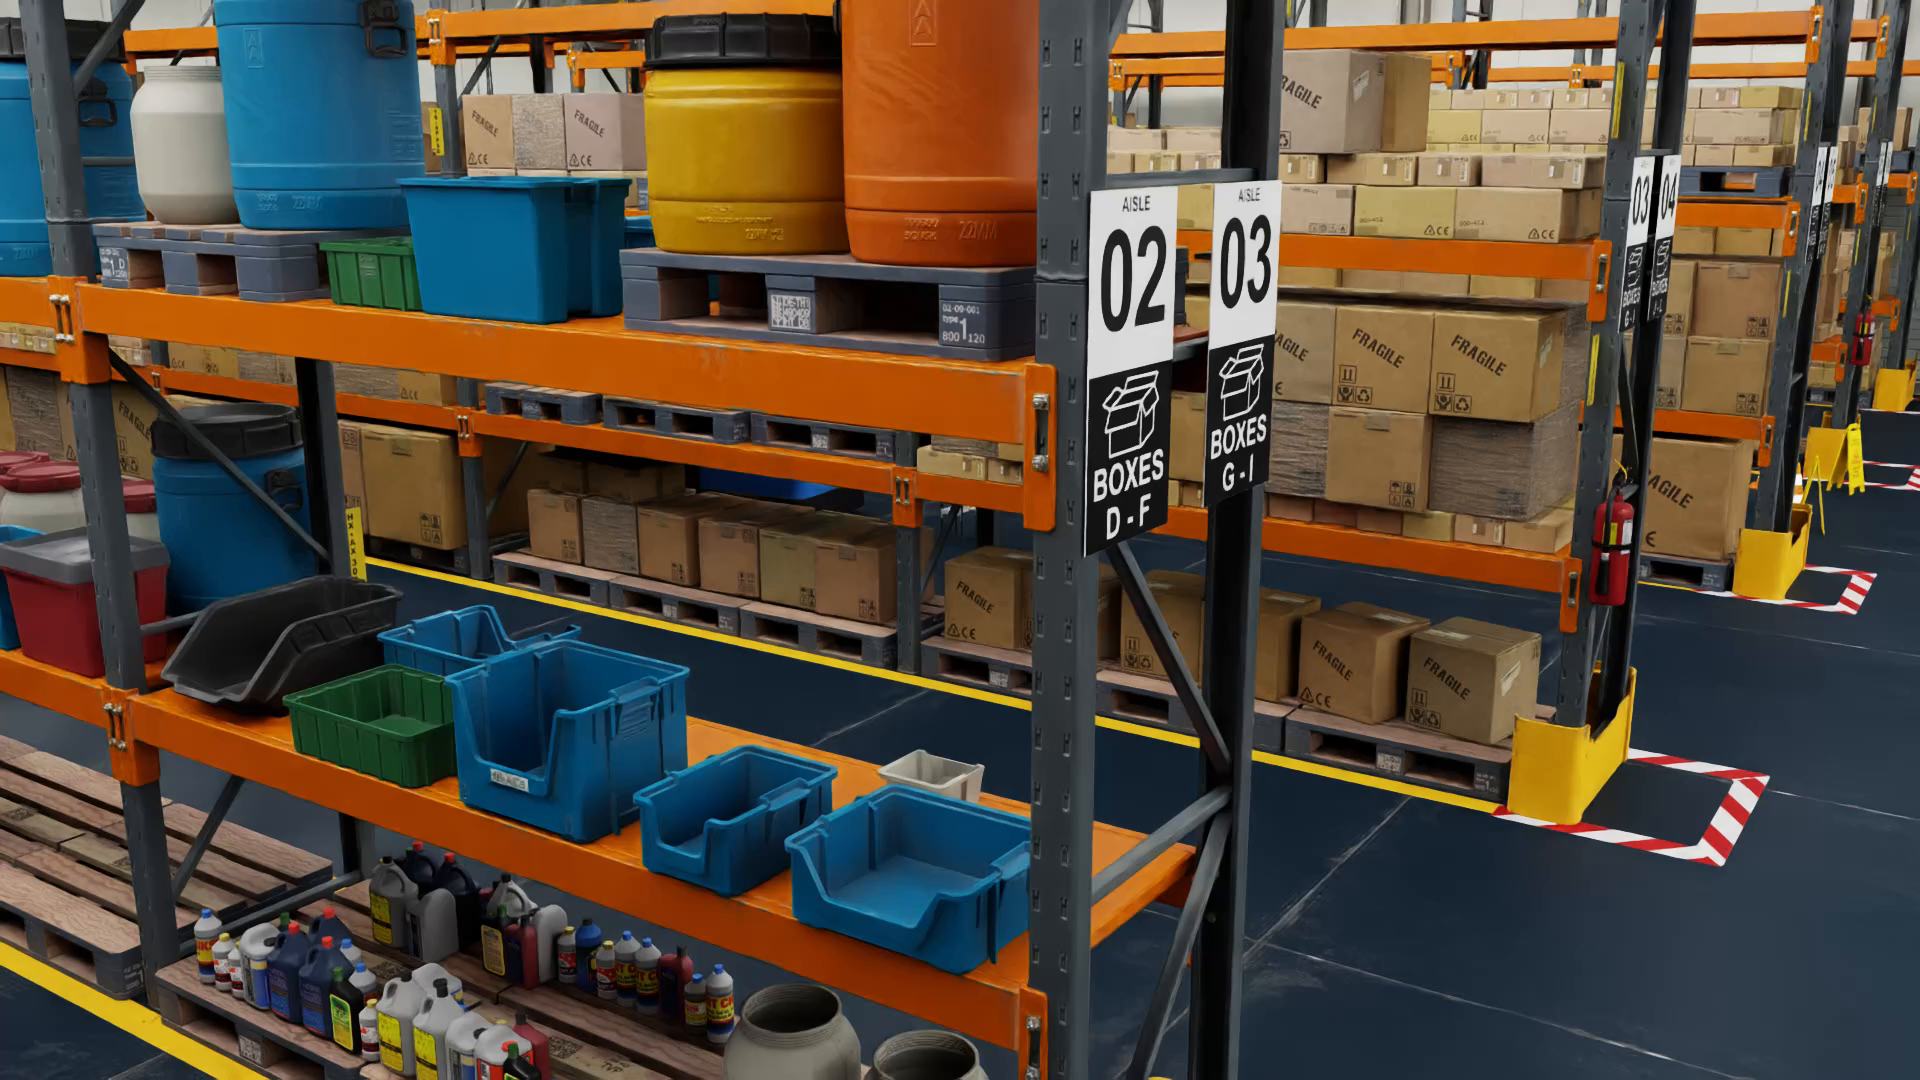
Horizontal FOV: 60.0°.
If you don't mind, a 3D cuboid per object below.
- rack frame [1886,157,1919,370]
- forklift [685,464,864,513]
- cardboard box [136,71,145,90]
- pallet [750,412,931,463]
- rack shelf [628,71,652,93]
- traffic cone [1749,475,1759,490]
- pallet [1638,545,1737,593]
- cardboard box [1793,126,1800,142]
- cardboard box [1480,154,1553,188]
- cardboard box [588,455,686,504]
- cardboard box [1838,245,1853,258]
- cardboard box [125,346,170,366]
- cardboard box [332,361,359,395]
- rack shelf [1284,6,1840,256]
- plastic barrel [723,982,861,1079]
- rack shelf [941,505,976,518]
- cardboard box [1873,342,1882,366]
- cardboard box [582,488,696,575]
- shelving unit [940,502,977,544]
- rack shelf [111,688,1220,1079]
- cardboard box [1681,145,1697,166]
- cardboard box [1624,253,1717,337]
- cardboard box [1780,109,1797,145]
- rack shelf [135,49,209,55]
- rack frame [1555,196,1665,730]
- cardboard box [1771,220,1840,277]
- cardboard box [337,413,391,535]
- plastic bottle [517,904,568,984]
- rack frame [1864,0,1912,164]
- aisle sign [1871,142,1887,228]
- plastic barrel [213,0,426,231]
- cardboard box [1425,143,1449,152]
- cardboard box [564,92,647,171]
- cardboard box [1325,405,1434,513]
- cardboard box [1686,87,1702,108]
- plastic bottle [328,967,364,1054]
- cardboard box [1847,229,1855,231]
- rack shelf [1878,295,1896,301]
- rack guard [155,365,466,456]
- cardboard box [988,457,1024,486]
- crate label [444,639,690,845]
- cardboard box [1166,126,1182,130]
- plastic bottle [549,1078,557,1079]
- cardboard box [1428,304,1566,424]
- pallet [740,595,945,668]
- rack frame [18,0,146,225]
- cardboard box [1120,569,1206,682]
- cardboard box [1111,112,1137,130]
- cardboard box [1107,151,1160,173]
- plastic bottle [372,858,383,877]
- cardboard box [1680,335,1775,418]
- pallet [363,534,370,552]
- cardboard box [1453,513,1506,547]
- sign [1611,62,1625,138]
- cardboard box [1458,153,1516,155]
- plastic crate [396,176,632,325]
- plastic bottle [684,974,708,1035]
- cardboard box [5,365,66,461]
[{"bbox_3d":[11.553,-3.145,20.284,0.127,3.000,1.000,9,17,33],"label":"rack frame"},{"bbox_3d":[-4.094,-1.004,11.778,3.158,2.935,8.076,7,16,27],"label":"forklift"},{"bbox_3d":[-7.479,-4.036,14.792,0.500,0.250,0.500,8,16,29],"label":"cardboard box"},{"bbox_3d":[-0.618,-0.753,11.023,1.213,0.211,1.003,9,17,33],"label":"pallet"},{"bbox_3d":[-2.831,-6.401,23.282,4.000,0.370,1.077,9,17,33],"label":"rack shelf"},{"bbox_3d":[7.709,-0.723,15.783,0.334,0.463,0.336,9,17,33],"label":"traffic cone"},{"bbox_3d":[5.399,0.108,12.947,1.213,0.211,1.003,9,17,33],"label":"pallet"},{"bbox_3d":[8.147,-3.904,15.974,0.250,0.149,0.380,10,17,34],"label":"cardboard box"},{"bbox_3d":[2.699,-1.789,8.046,0.250,0.149,0.380,9,16,31],"label":"cardboard box"},{"bbox_3d":[-2.365,-0.463,12.175,0.500,0.250,0.500,12,18,39],"label":"cardboard box"},{"bbox_3d":[10.880,-3.527,20.271,0.250,0.149,0.380,9,17,34],"label":"cardboard box"},{"bbox_3d":[-7.139,-1.641,14.734,0.250,0.149,0.380,9,17,33],"label":"cardboard box"},{"bbox_3d":[-4.775,-1.454,13.245,0.500,0.500,0.500,9,16,31],"label":"cardboard box"},{"bbox_3d":[4.447,-3.160,12.895,4.000,1.670,1.077,9,17,33],"label":"rack shelf"},{"bbox_3d":[-0.514,1.673,5.127,0.421,0.512,0.421,0,14,0],"label":"plastic barrel"},{"bbox_3d":[-0.007,-0.231,13.771,0.200,0.077,0.258,9,17,33],"label":"rack shelf"},{"bbox_3d":[11.278,-2.361,20.926,0.500,0.250,0.500,10,17,34],"label":"cardboard box"},{"bbox_3d":[-2.349,-0.094,12.246,0.500,0.500,0.700,8,16,28],"label":"cardboard box"},{"bbox_3d":[5.694,-2.375,16.771,5.845,3.194,12.311,9,17,33],"label":"shelving unit"},{"bbox_3d":[-1.169,0.890,5.482,4.000,0.370,1.077,9,17,33],"label":"rack shelf"},{"bbox_3d":[5.219,-2.786,12.032,0.250,0.149,0.380,9,17,34],"label":"cardboard box"},{"bbox_3d":[5.312,-1.864,12.550,0.550,0.550,0.875,9,17,33],"label":"cardboard box"},{"bbox_3d":[5.849,-3.050,12.270,0.500,0.250,0.500,9,17,33],"label":"cardboard box"},{"bbox_3d":[-8.362,-4.494,15.283,3.687,0.071,0.831,9,17,33],"label":"rack shelf"},{"bbox_3d":[3.255,-0.178,8.302,0.127,3.000,1.000,9,17,33],"label":"rack frame"},{"bbox_3d":[8.240,-2.858,16.217,0.500,0.500,0.700,9,16,31],"label":"cardboard box"},{"bbox_3d":[-4.680,-0.642,13.720,0.875,0.875,1.225,9,17,33],"label":"cardboard box"},{"bbox_3d":[-1.574,1.502,6.267,0.135,0.276,0.152,10,17,34],"label":"plastic bottle"},{"bbox_3d":[8.785,-5.066,15.563,0.127,3.000,1.000,9,17,33],"label":"rack frame"},{"bbox_3d":[8.675,-3.350,15.704,0.004,0.787,0.394,9,17,33],"label":"aisle sign"},{"bbox_3d":[-2.063,-1.476,5.383,0.708,0.901,0.600,9,17,33],"label":"plastic barrel"},{"bbox_3d":[3.745,-3.024,12.996,0.250,0.149,0.380,9,16,32],"label":"cardboard box"},{"bbox_3d":[-2.297,-2.749,11.197,0.500,0.500,0.500,9,16,31],"label":"cardboard box"},{"bbox_3d":[2.332,-0.494,8.748,0.500,0.500,0.875,9,17,33],"label":"cardboard box"},{"bbox_3d":[5.219,-3.173,11.938,0.250,0.149,0.380,10,17,34],"label":"cardboard box"},{"bbox_3d":[-2.120,1.624,5.756,0.133,0.283,0.061,10,17,35],"label":"plastic bottle"},{"bbox_3d":[11.207,-3.788,20.707,0.250,0.149,0.380,10,17,35],"label":"cardboard box"},{"bbox_3d":[9.893,-3.193,21.422,3.809,0.052,0.919,9,17,33],"label":"rack shelf"},{"bbox_3d":[-2.581,-2.470,21.041,8.102,1.325,15.999,9,17,33],"label":"rack guard"},{"bbox_3d":[0.369,-0.440,9.881,0.250,0.149,0.380,9,17,33],"label":"cardboard box"},{"bbox_3d":[-1.188,0.599,5.087,0.616,0.435,0.502,9,17,33],"label":"crate label"},{"bbox_3d":[3.203,-6.266,25.474,0.250,0.149,0.380,10,17,34],"label":"cardboard box"},{"bbox_3d":[-1.278,1.795,5.238,0.097,0.201,0.097,0,14,0],"label":"plastic bottle"},{"bbox_3d":[2.660,-0.881,8.233,0.500,0.500,0.500,9,17,33],"label":"cardboard box"},{"bbox_3d":[-0.711,0.535,11.224,1.213,0.211,1.003,9,17,33],"label":"pallet"},{"bbox_3d":[-2.829,-2.639,5.758,0.127,3.000,1.000,9,17,33],"label":"rack frame"},{"bbox_3d":[1.284,0.499,9.892,0.500,0.500,0.500,8,16,28],"label":"cardboard box"},{"bbox_3d":[1.750,-4.958,20.277,0.637,0.503,0.797,8,16,29],"label":"cardboard box"},{"bbox_3d":[0.905,-2.046,9.088,0.250,0.149,0.380,9,16,32],"label":"cardboard box"},{"bbox_3d":[-2.354,1.404,6.817,0.097,0.201,0.097,0,14,0],"label":"plastic bottle"},{"bbox_3d":[5.773,-1.267,12.388,0.550,0.550,0.875,9,17,33],"label":"cardboard box"},{"bbox_3d":[-5.004,-0.182,14.120,1.213,0.211,1.003,9,17,33],"label":"pallet"},{"bbox_3d":[2.696,-0.087,8.456,0.250,0.149,0.380,9,17,33],"label":"cardboard box"},{"bbox_3d":[2.928,-1.956,7.399,0.005,0.325,0.100,9,17,33],"label":"sign"},{"bbox_3d":[2.716,-1.902,8.503,0.250,0.149,0.380,9,16,32],"label":"cardboard box"},{"bbox_3d":[-1.260,-0.835,4.744,0.575,0.384,0.392,9,17,33],"label":"plastic crate"},{"bbox_3d":[-0.926,1.635,5.885,0.097,0.201,0.097,0,14,0],"label":"plastic bottle"},{"bbox_3d":[-8.691,-1.305,16.399,0.875,0.875,0.875,9,17,33],"label":"cardboard box"}]
